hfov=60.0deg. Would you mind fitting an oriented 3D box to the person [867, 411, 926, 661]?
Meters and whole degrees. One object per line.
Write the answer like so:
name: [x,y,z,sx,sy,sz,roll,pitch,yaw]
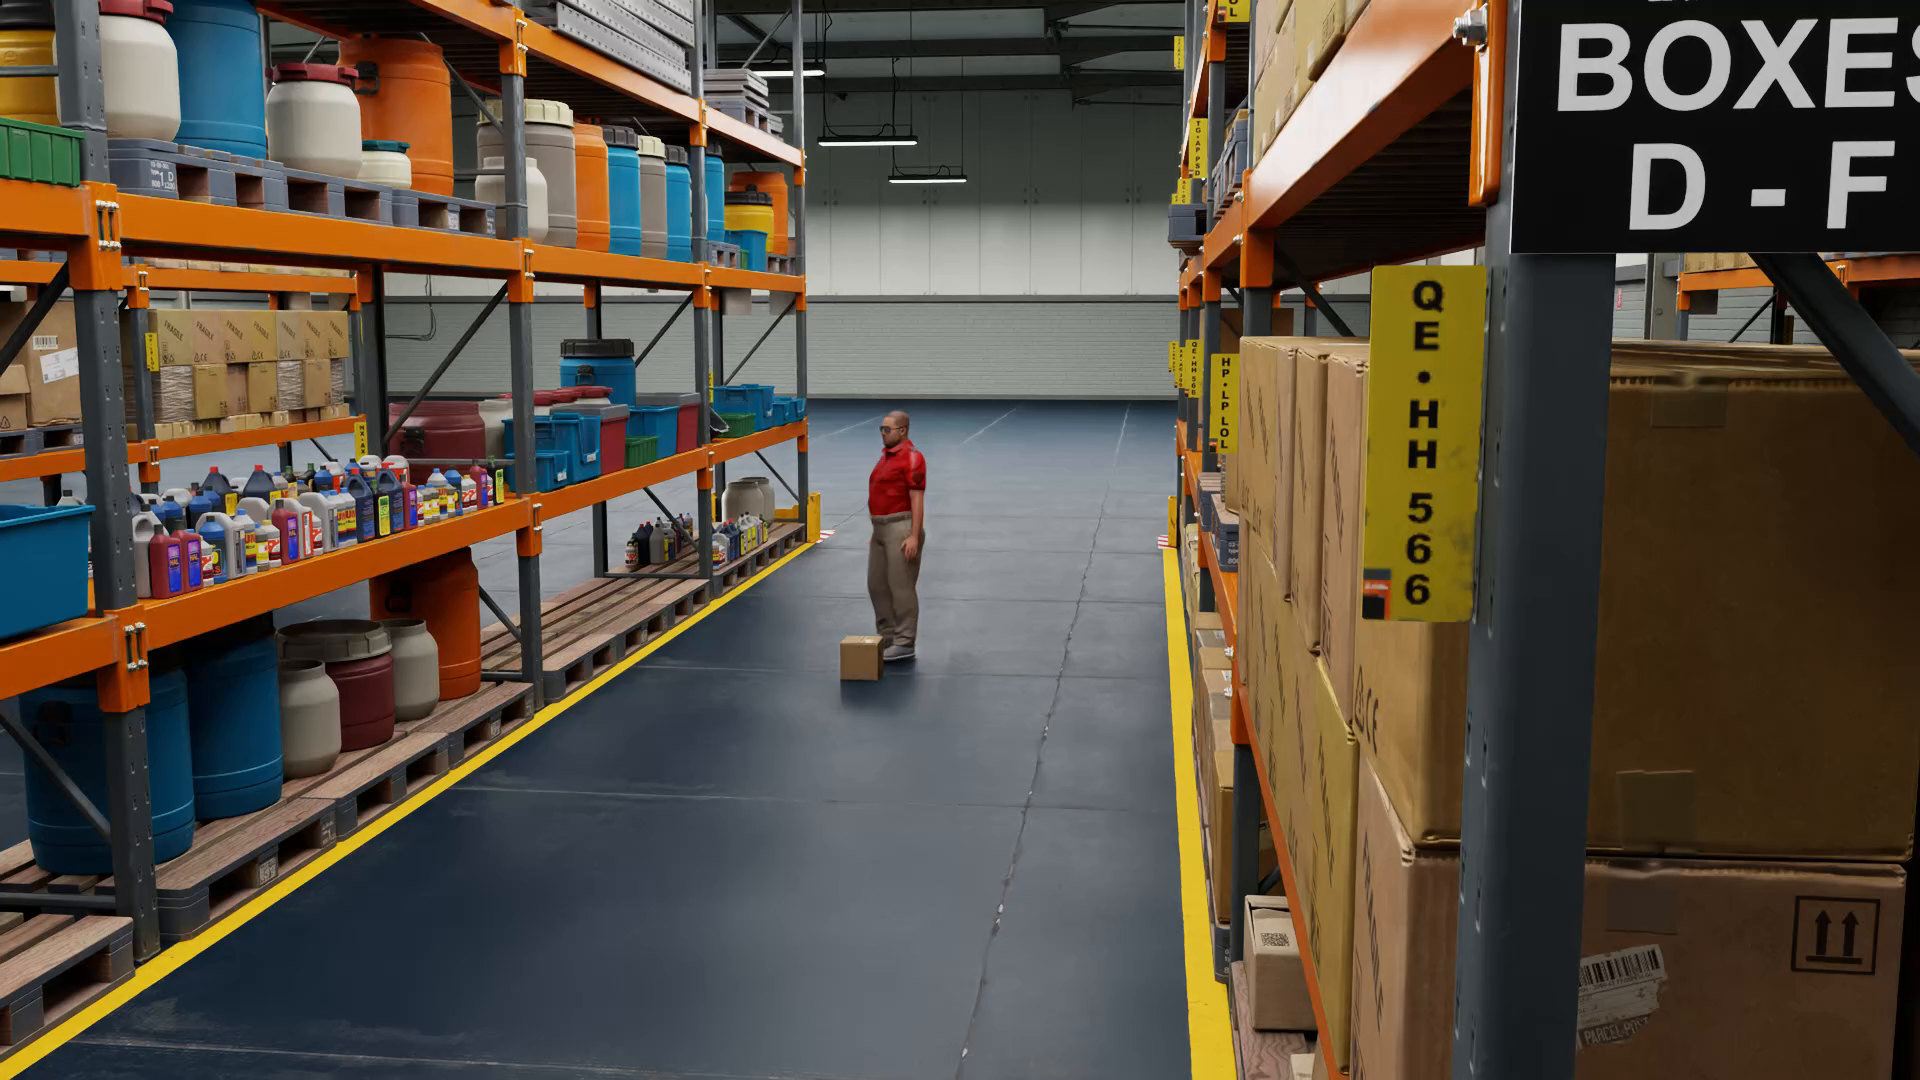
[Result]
person: [-0.481,-0.026,11.558,0.385,1.745,0.638,-4,9,-29]
